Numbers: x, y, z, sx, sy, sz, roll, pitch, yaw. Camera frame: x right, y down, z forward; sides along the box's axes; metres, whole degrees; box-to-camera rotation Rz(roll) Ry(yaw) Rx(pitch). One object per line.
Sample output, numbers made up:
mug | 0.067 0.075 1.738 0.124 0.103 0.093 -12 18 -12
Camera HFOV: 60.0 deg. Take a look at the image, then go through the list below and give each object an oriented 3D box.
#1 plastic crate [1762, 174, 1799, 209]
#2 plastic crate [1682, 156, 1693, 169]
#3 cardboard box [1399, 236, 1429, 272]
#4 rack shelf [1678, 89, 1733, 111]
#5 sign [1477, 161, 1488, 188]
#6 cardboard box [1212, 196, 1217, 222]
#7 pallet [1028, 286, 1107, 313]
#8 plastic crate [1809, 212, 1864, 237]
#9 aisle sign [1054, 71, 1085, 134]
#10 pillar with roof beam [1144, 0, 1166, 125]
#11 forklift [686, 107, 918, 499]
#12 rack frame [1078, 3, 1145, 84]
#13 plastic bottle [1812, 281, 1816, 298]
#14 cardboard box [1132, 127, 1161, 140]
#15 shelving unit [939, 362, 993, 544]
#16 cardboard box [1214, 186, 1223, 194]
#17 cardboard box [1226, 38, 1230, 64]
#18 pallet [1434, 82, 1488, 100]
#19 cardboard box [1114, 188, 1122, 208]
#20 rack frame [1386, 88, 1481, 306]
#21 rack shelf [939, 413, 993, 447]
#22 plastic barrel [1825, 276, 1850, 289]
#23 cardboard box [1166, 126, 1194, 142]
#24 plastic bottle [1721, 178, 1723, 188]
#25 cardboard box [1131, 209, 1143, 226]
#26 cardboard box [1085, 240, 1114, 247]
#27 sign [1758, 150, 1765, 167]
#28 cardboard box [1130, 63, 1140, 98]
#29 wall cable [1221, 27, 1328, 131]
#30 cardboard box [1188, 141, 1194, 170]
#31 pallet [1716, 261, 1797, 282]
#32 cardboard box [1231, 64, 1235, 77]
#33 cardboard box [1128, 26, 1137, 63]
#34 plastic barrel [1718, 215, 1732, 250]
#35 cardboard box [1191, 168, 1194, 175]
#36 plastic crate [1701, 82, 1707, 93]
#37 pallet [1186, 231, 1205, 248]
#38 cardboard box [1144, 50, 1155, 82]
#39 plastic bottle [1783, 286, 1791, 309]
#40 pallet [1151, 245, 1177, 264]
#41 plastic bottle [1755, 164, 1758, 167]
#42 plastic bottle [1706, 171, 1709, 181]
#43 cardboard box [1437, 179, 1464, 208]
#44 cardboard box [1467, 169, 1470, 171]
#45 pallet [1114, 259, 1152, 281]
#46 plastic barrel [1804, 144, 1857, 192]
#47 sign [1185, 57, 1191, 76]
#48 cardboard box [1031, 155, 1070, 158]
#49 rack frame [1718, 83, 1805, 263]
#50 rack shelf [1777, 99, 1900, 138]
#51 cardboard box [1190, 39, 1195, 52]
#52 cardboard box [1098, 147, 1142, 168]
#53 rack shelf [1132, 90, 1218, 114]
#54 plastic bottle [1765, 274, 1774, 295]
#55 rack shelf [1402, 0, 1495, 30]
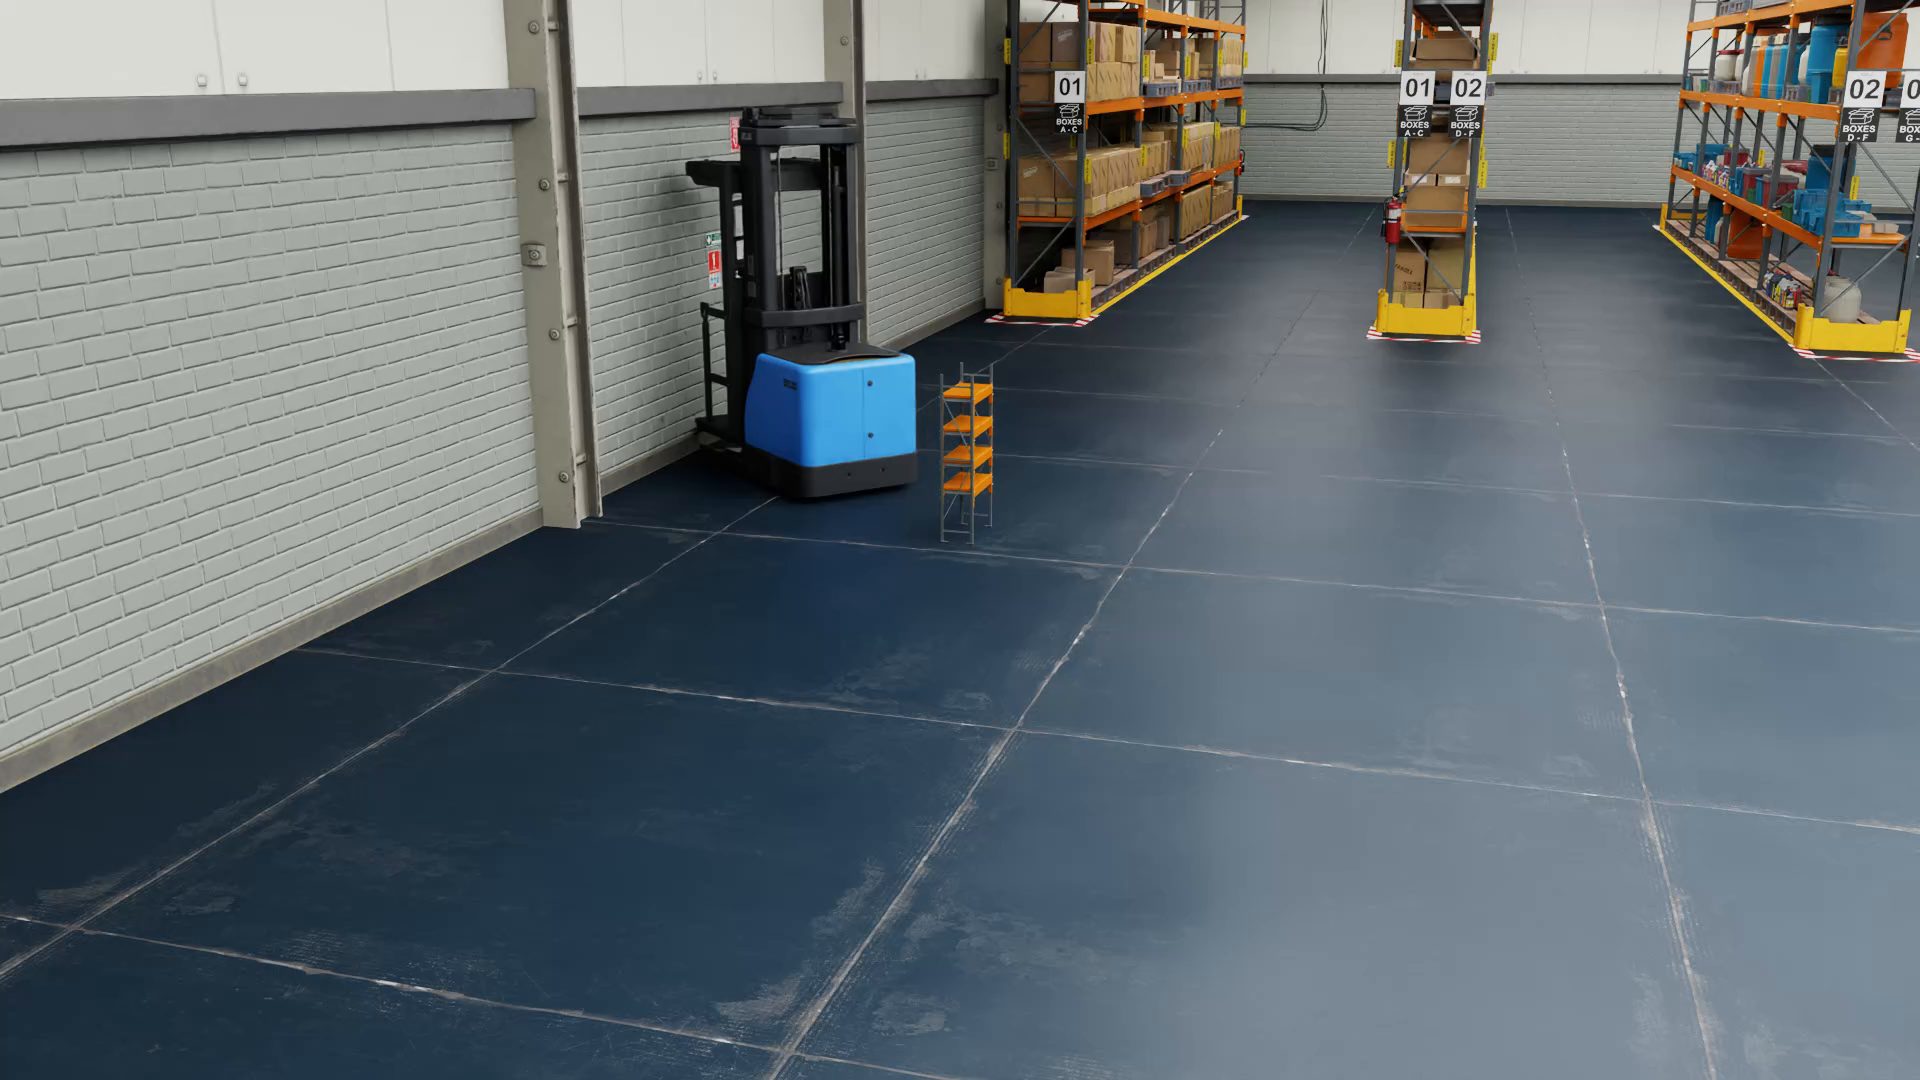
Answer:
plastic crate | 11.636 -4.939 23.627 0.402 0.464 0.583 5 16 16
plastic crate | 14.357 -7.383 32.560 0.416 0.233 0.300 5 16 16
cardboard box | 6.328 -4.024 23.414 0.500 0.500 0.500 5 16 16
rack shelf | 14.634 -8.471 32.018 1.077 0.370 4.000 5 16 16
sign | 6.437 -4.506 20.487 0.100 0.325 0.005 5 16 16
cardboard box | 4.877 -6.806 34.138 0.700 0.500 0.500 5 17 17
pallet | 1.443 -3.367 23.315 1.003 0.211 1.213 5 16 16
plastic crate | 10.510 -3.794 19.979 0.499 0.251 0.616 5 16 16
aisle sign | 1.424 -5.688 21.621 0.394 0.787 0.004 5 16 16
pillar with roof beam | 8.064 -10.421 32.079 9.100 9.000 0.400 5 16 16
forklift | -1.554 -2.077 13.782 1.130 2.935 3.031 -10 19 -31
rack frame | 2.293 -8.412 24.995 1.000 3.000 0.127 5 16 16
plastic bottle | 11.681 -3.423 22.584 0.152 0.276 0.135 5 16 16
cardboard box | 3.310 -7.273 29.833 0.500 0.250 0.500 5 17 17
shelving unit | 0.047 -0.621 11.818 0.258 1.200 0.503 5 16 16
cardboard box | 5.298 -7.330 34.797 0.380 0.149 0.250 4 16 14
cardboard box | 5.178 -9.900 33.687 0.500 0.500 0.500 4 16 15
pallet | 6.133 -5.680 21.021 1.003 0.211 1.213 5 16 16
cardboard box | 2.030 -4.922 23.922 0.500 0.250 0.500 5 17 16
rack frame | 5.907 -4.096 20.773 1.000 3.000 0.127 5 16 16
rack shelf | 0.047 -0.771 11.776 0.258 0.148 0.480 5 16 16
plastic barrel | 10.911 -3.025 20.788 0.421 0.512 0.421 0 16 0
cardboard box | 3.958 -7.373 30.188 0.500 0.250 0.500 4 16 15
plastic bottle | 12.833 -6.013 27.895 0.097 0.201 0.097 0 16 0
cardboard box | 2.753 -5.341 27.564 0.500 0.250 0.500 4 16 14
cardboard box | 2.037 -4.260 25.127 0.500 0.500 0.500 3 16 12
sign | 14.592 -6.940 30.294 0.100 0.325 0.005 5 16 16
cardboard box | 2.386 -6.875 24.852 0.500 0.500 0.500 5 17 17
wall cable | 7.653 -11.510 41.607 3.097 2.526 0.112 5 16 16
cardboard box | 3.971 -7.017 30.305 0.500 0.500 0.500 5 17 18
pallet | 12.671 -4.263 26.471 1.003 0.211 1.213 5 16 16
cardboard box | 5.460 -9.801 34.713 0.500 0.250 0.500 4 16 14
cardboard box | 2.264 -7.210 24.204 0.500 0.500 0.500 6 17 19
plastic barrel | 13.372 -5.271 28.564 0.600 0.588 0.708 5 16 16
cardboard box | 4.171 -6.931 31.193 0.380 0.149 0.250 5 17 16
plastic crate | 13.896 -8.326 30.577 0.450 0.188 0.662 5 16 16
pallet | 4.075 -5.749 31.712 1.003 0.211 1.213 5 16 16
cardboard box | 2.876 -7.678 26.954 0.500 0.500 0.500 4 16 14
plastic bottle | 10.772 -3.162 21.653 0.061 0.283 0.133 5 17 17
pallet | 3.206 -5.026 29.163 1.003 0.211 1.213 5 16 16
plastic bottle | 13.621 -6.249 28.455 0.144 0.351 0.185 5 16 16
plastic bottle | 13.378 -6.514 29.662 0.097 0.201 0.097 0 16 0
cardboard box | 6.343 -4.533 22.129 0.700 0.500 0.500 5 17 16
cardboard box | 6.517 -4.812 21.927 0.380 0.149 0.250 4 16 14
pallet | 2.513 -4.388 26.913 1.003 0.211 1.213 5 16 16
plastic barrel | 12.192 -5.076 23.310 0.600 0.901 0.708 5 16 16
sign | 3.950 -8.221 28.873 0.100 0.325 0.005 5 16 16
cardboard box | 1.239 -5.048 22.994 0.500 0.500 0.500 5 17 17
rack frame | 12.928 -5.804 26.795 1.000 3.000 0.127 5 16 16
rack shelf | 11.223 -5.331 20.949 1.077 0.370 4.000 5 16 16
cardboard box | 4.191 -9.462 31.832 0.500 0.250 0.500 6 17 20
cardboard box | 2.470 -5.916 26.200 0.700 0.500 0.500 5 16 16
rack shelf | 3.998 -8.192 31.037 1.077 0.370 4.000 5 16 16
plastic bottle | 11.215 -3.523 22.937 0.152 0.276 0.135 5 17 18
rack shelf | 6.475 -6.967 21.952 1.077 0.370 4.000 5 16 16
